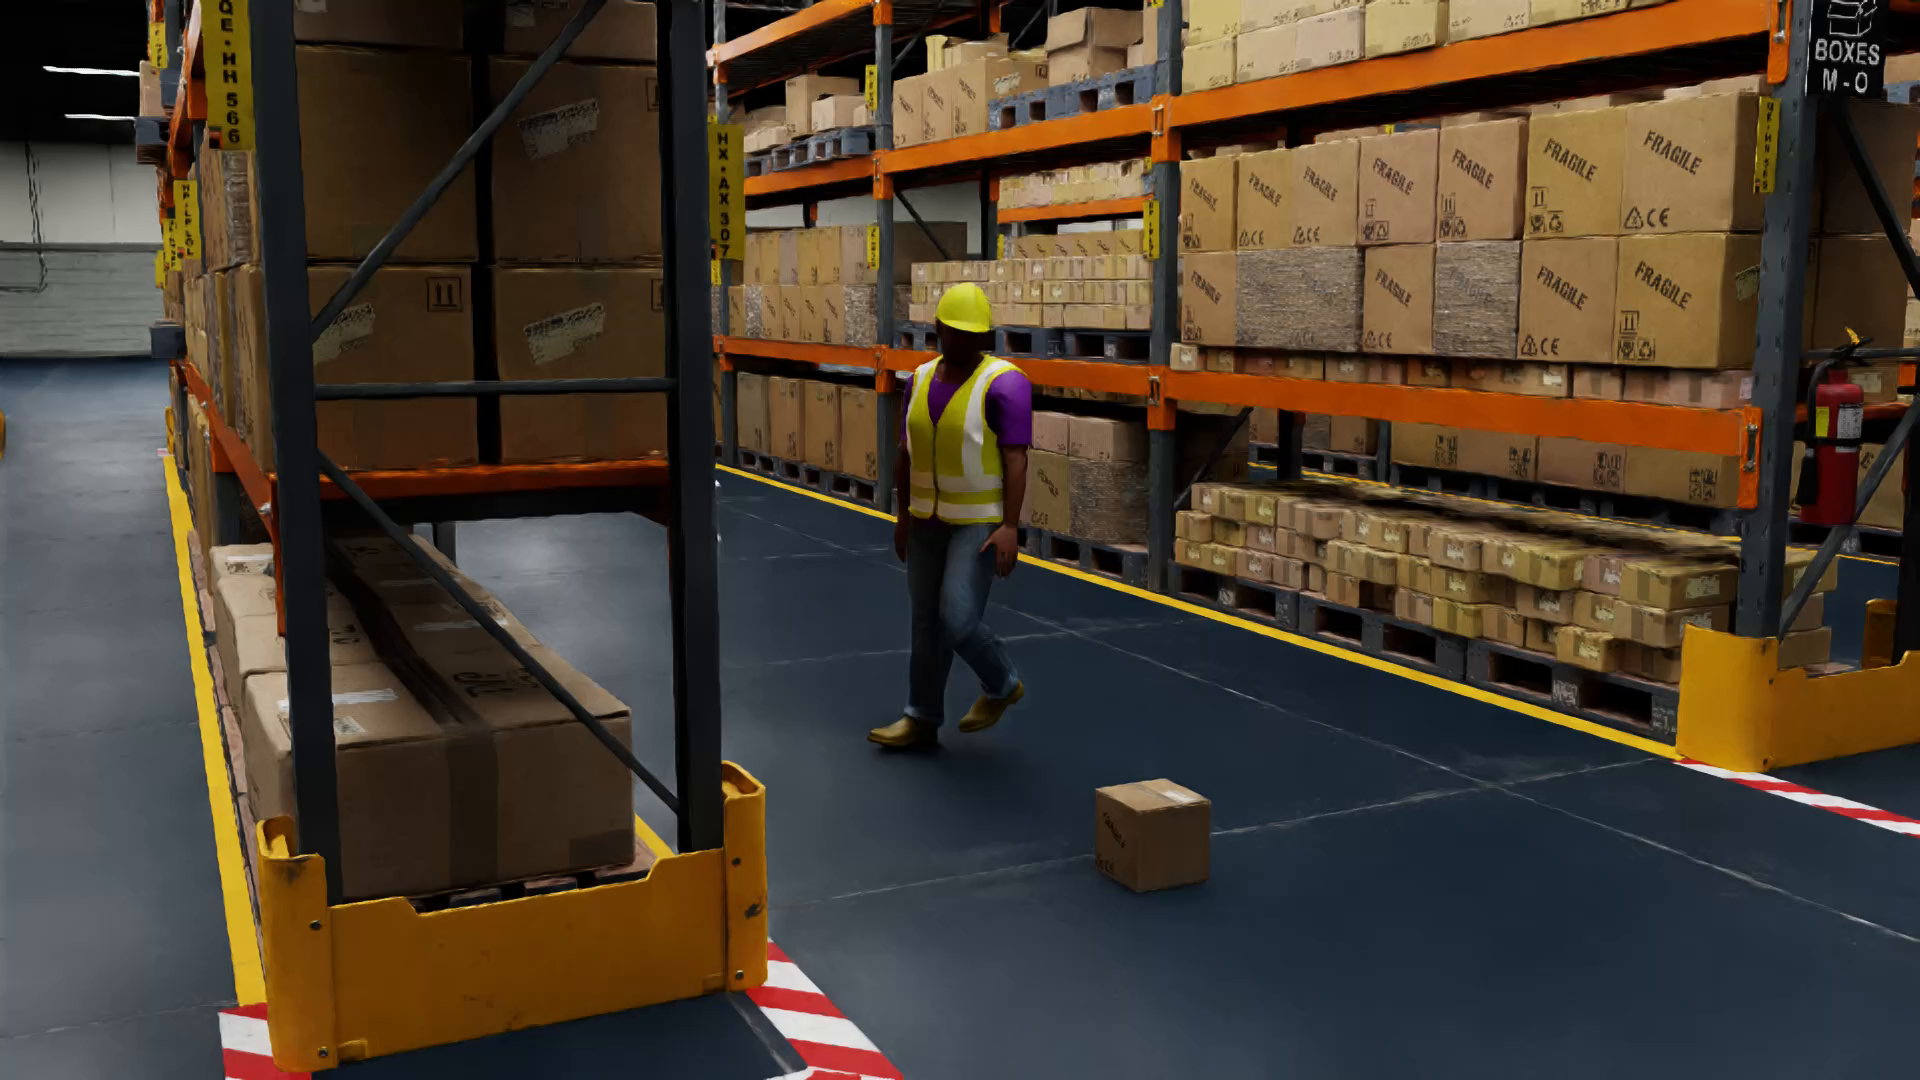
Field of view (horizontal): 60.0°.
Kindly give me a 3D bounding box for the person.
[{"bbox_3d":[0.016,-0.073,6.192,0.635,1.758,0.494,7,11,39],"label":"person"}]
